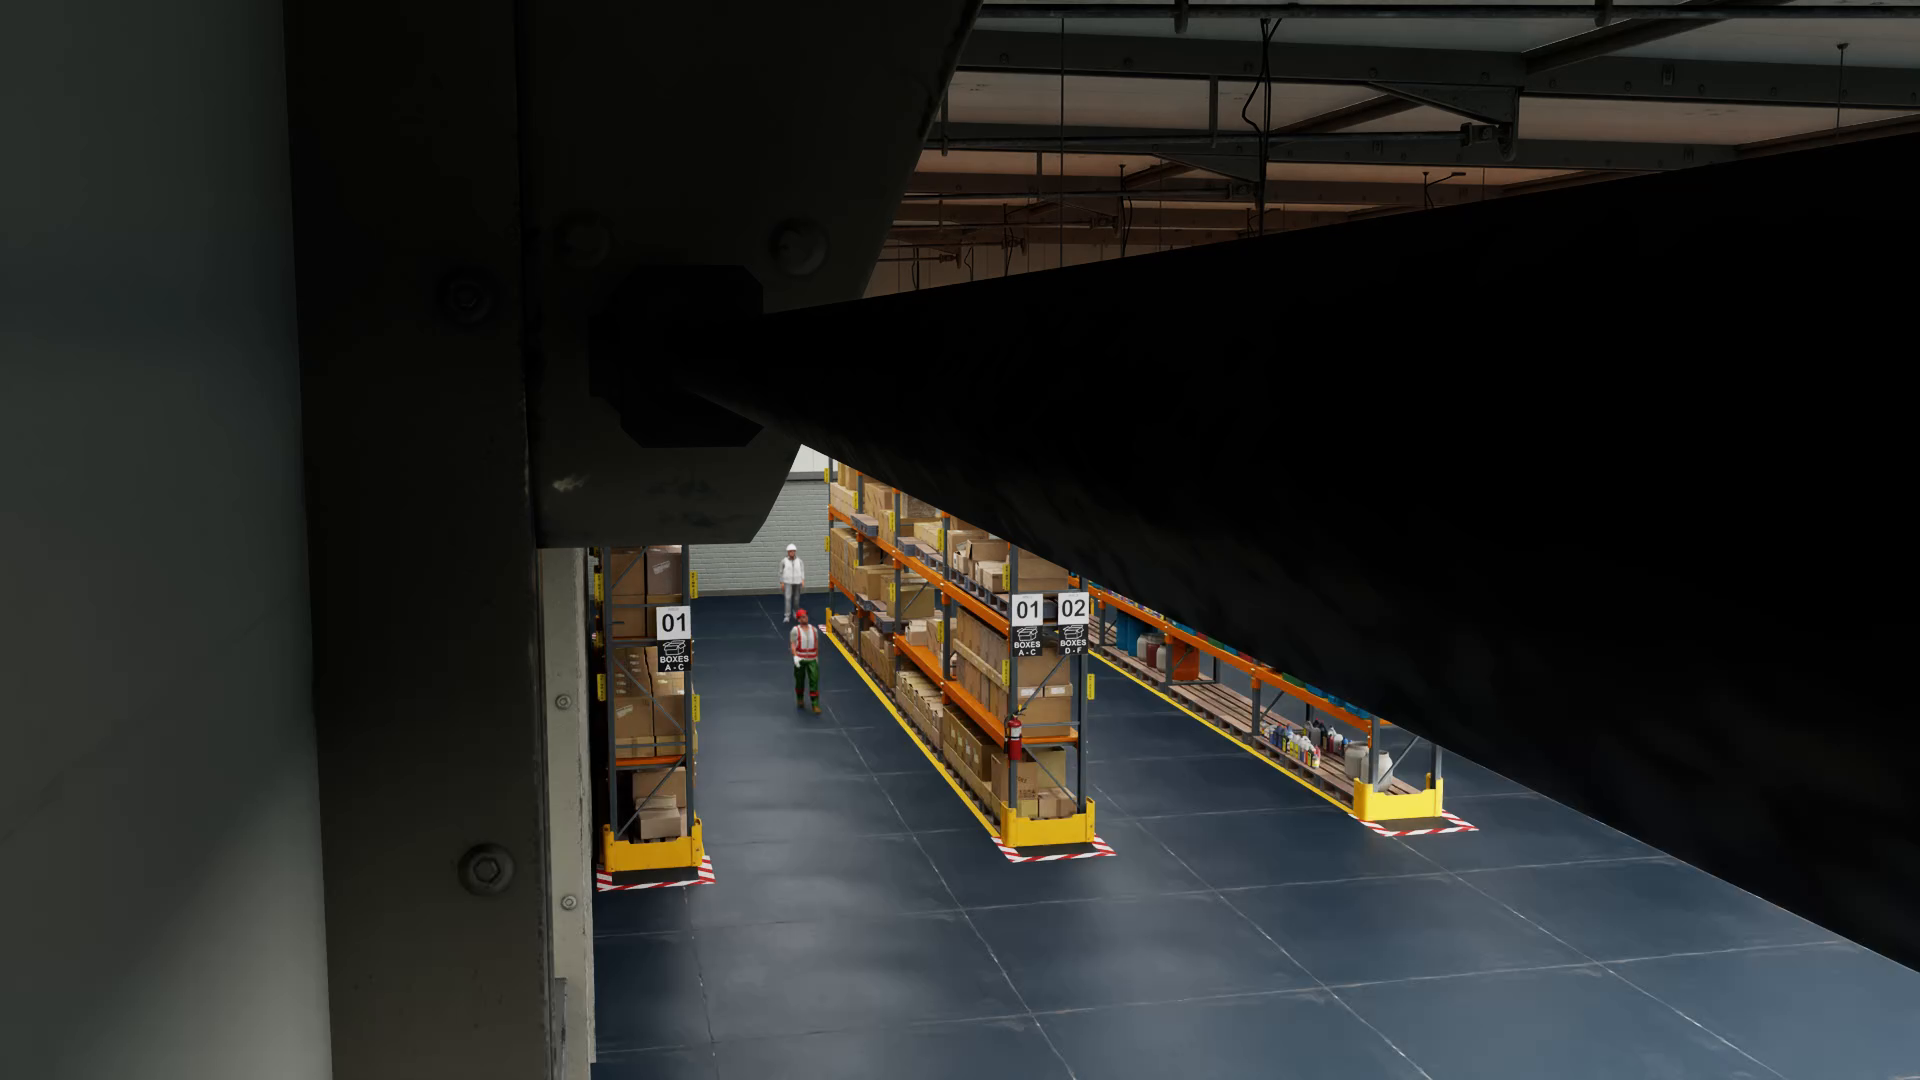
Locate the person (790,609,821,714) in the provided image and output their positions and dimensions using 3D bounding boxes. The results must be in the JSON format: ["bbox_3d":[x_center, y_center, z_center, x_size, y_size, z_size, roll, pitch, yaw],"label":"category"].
[{"bbox_3d":[-2.647,2.066,28.557,0.527,1.731,0.975,-2,7,-15],"label":"person"}]

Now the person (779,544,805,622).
[{"bbox_3d":[-3.806,0.969,37.747,0.575,1.719,0.997,-1,7,-8],"label":"person"}]
